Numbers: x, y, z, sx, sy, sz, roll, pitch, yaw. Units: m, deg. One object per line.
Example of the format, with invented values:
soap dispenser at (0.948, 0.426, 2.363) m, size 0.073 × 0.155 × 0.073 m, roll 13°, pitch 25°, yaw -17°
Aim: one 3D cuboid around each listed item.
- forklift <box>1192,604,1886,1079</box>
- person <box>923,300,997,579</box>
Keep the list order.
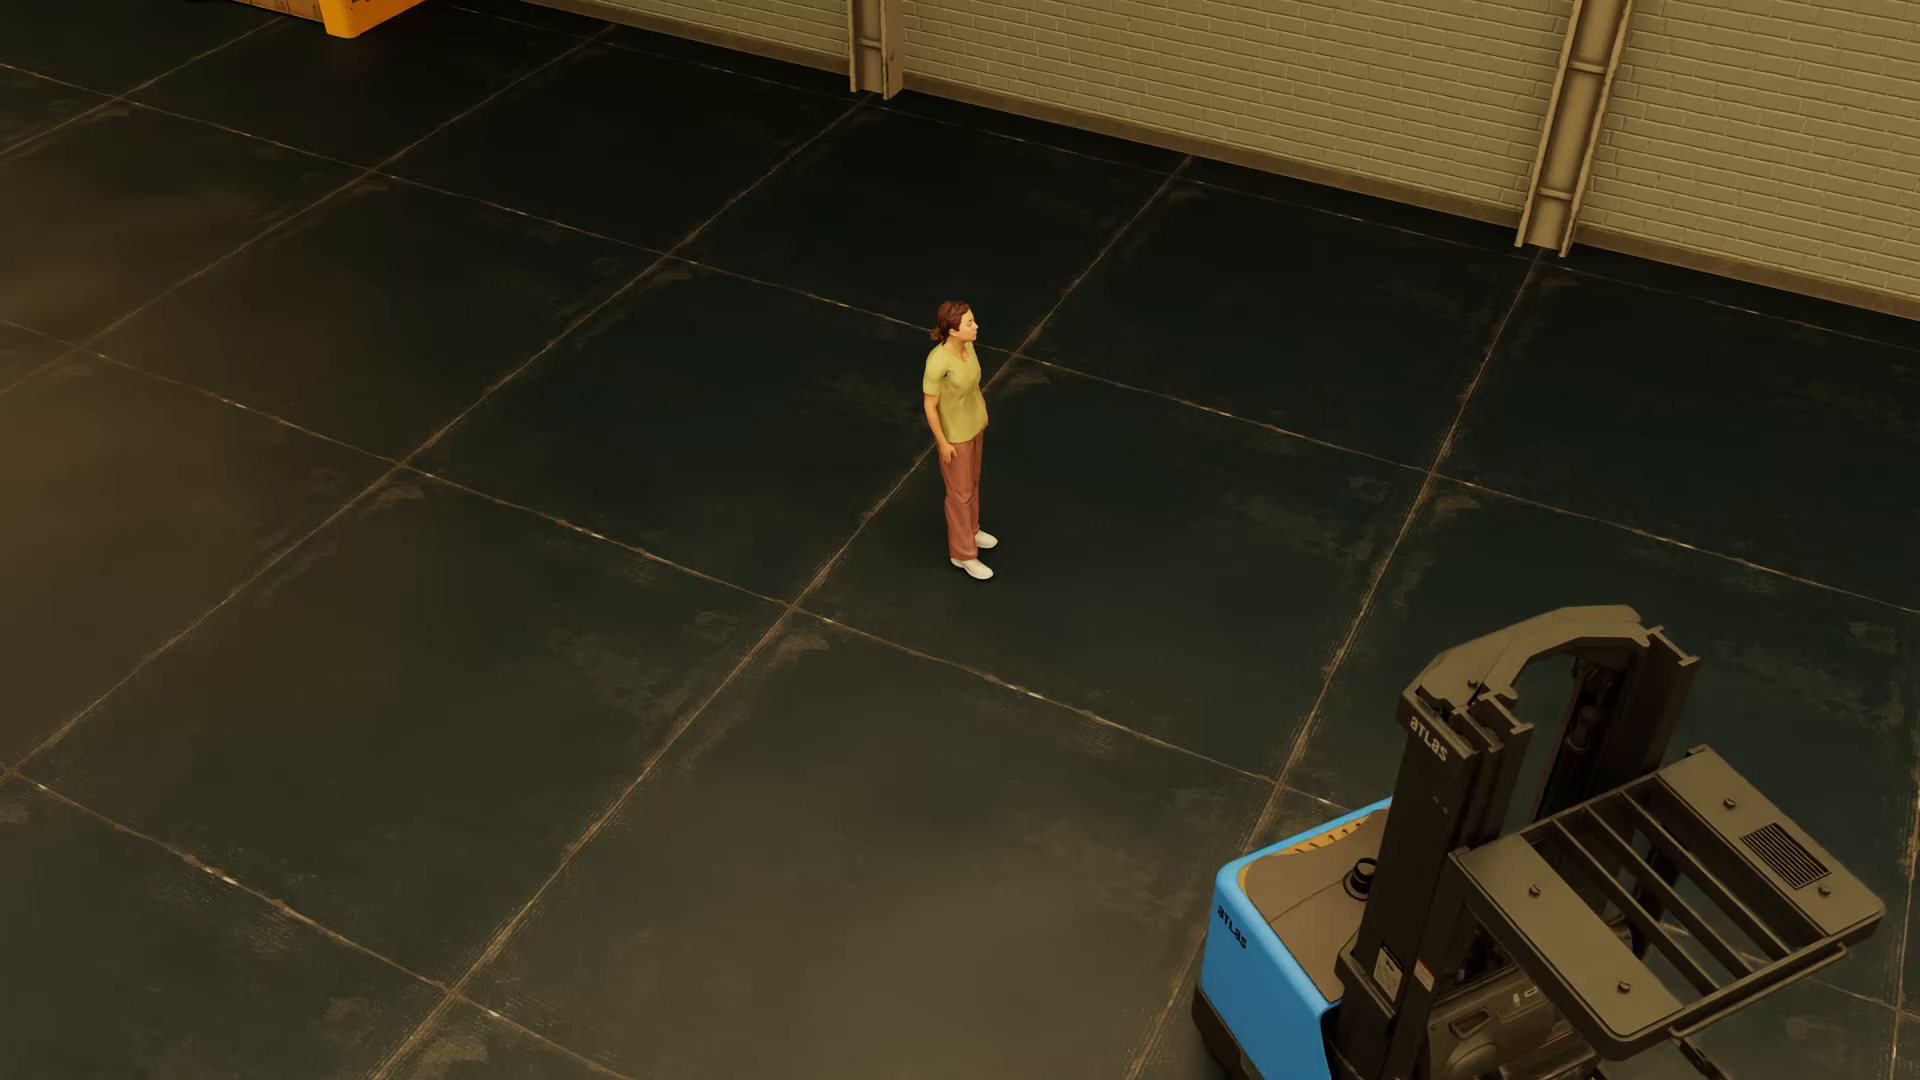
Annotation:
forklift at (2.152, 1.795, 5.855) m, size 1.130 × 2.935 × 3.031 m, roll -17°, pitch 43°, yaw -19°
person at (0.060, -0.618, 9.683) m, size 0.548 × 1.673 × 0.553 m, roll 18°, pitch 43°, yaw 21°
